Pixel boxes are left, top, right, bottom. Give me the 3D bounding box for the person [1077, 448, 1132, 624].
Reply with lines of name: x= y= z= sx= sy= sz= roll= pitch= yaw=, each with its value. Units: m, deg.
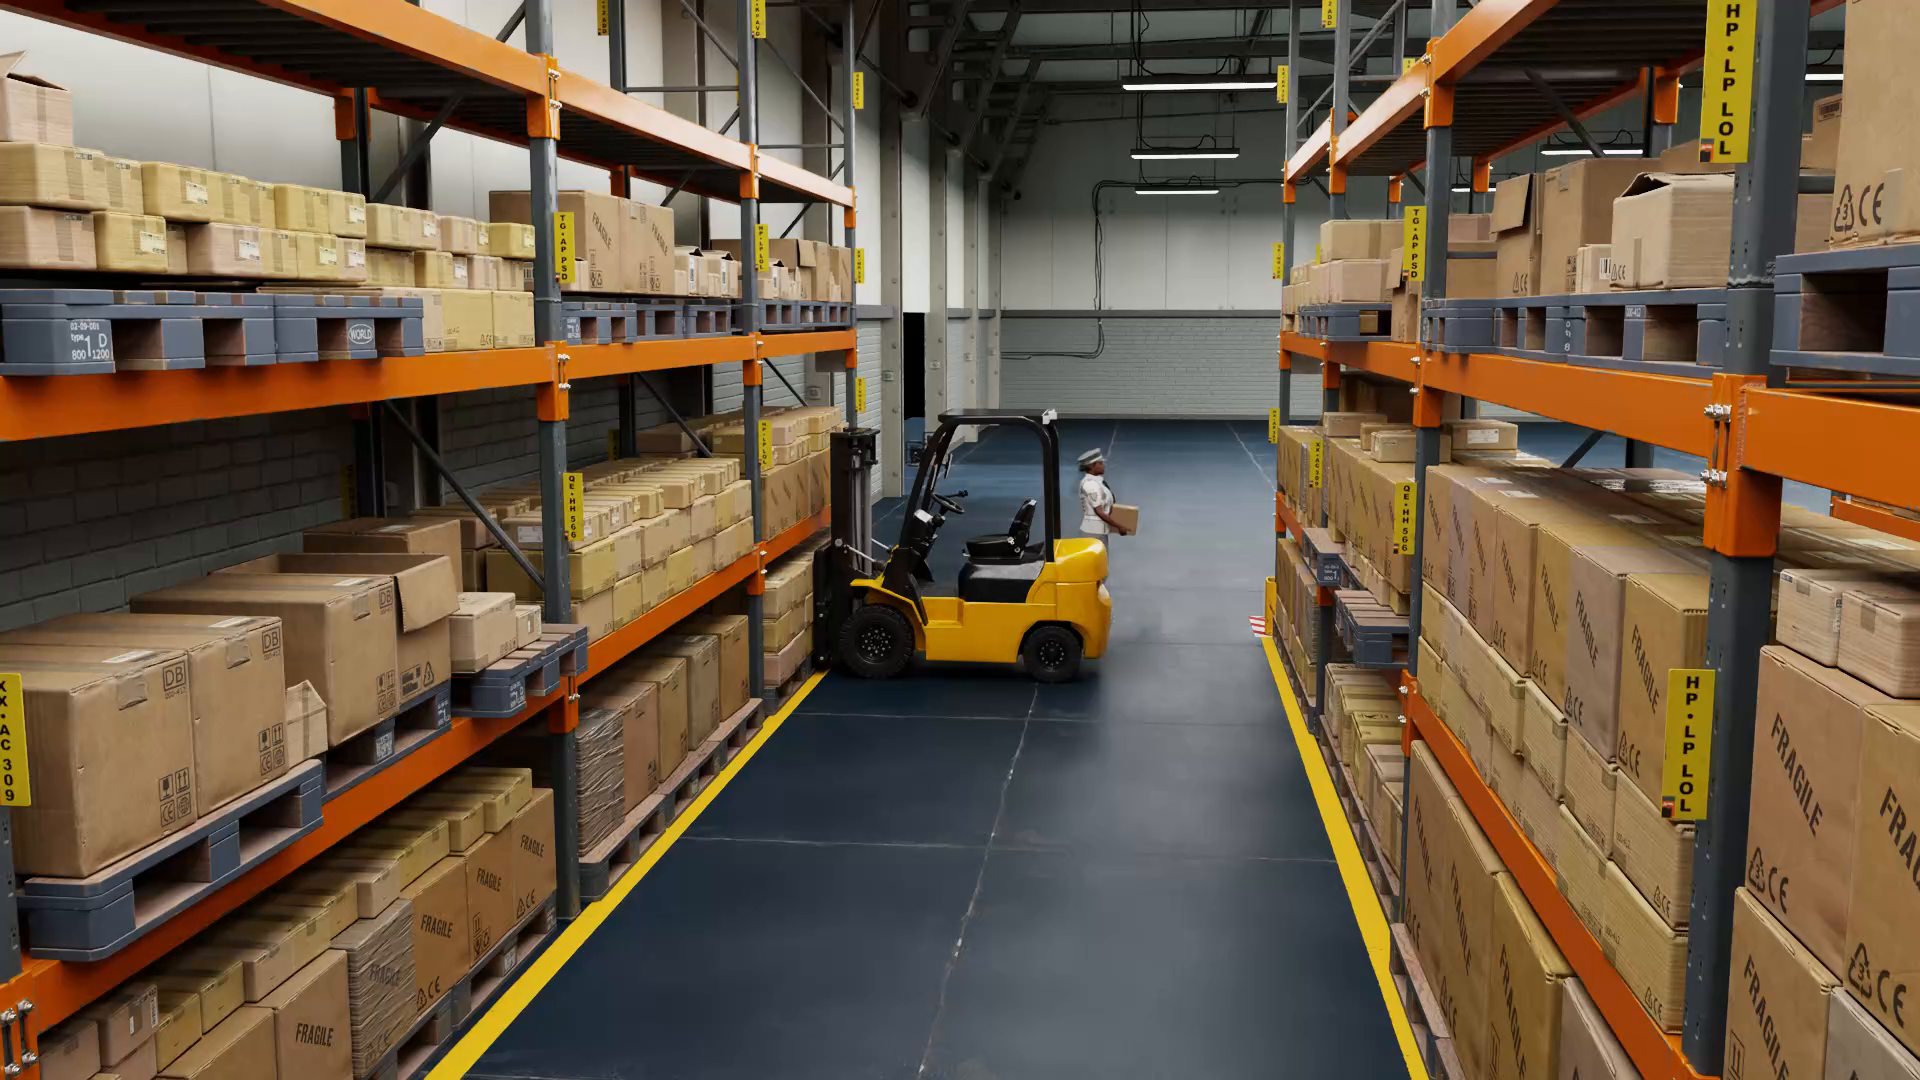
person: x=1.395 y=-0.047 z=16.055 sx=0.537 sy=1.687 sz=0.451 roll=1 pitch=8 yaw=7
